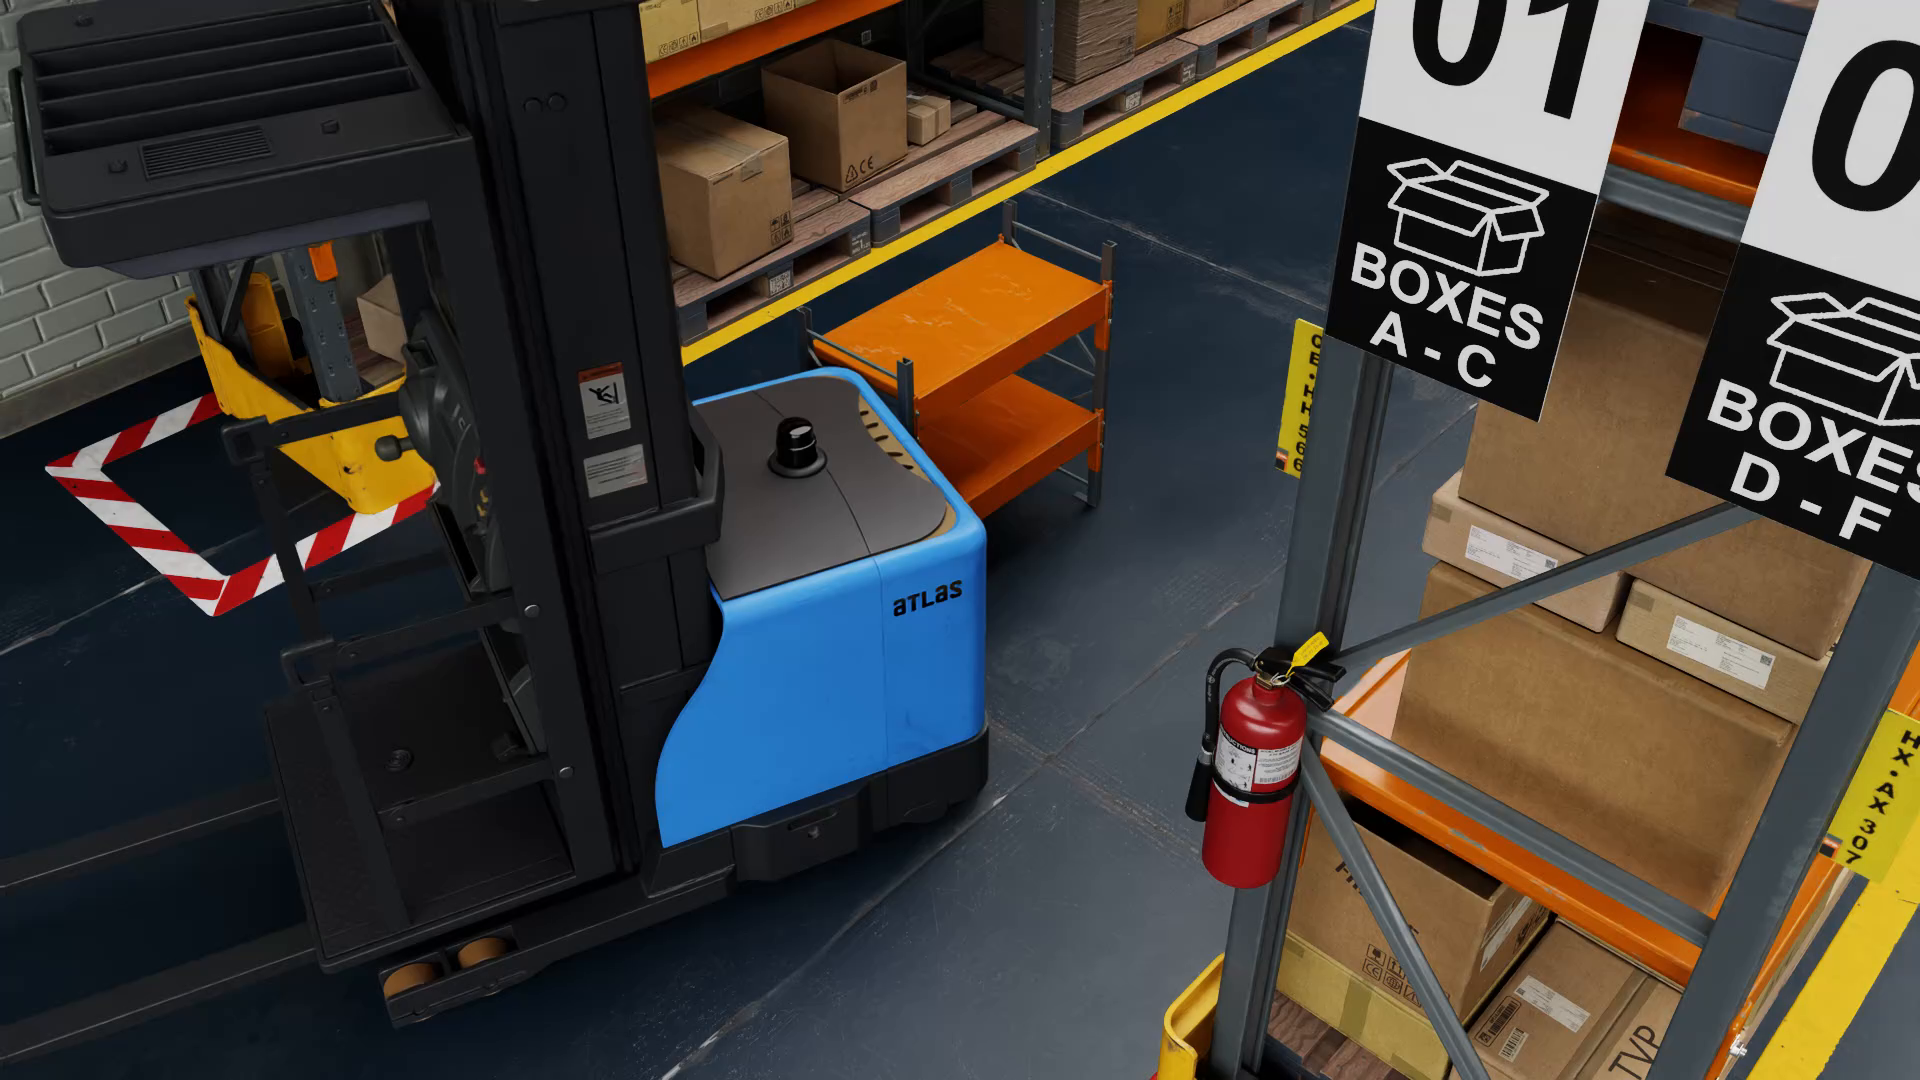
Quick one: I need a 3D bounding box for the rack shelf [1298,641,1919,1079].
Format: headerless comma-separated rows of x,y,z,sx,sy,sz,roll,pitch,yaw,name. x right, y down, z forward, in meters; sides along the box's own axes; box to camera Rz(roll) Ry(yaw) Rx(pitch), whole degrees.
2.376,-0.103,4.547,1.077,0.370,4.000,30,47,32,rack shelf

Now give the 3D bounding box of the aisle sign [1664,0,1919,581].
1.208,-0.324,2.159,0.394,0.787,0.004,30,47,32,aisle sign

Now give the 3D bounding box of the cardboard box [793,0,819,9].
-0.700,-2.523,7.117,0.500,0.250,0.500,29,47,32,cardboard box

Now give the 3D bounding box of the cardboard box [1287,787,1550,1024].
1.169,0.782,4.126,0.500,0.500,0.500,30,47,32,cardboard box

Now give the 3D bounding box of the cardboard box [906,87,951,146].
-0.273,-2.186,8.512,0.380,0.166,0.250,23,44,27,cardboard box

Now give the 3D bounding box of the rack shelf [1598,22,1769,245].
2.376,-1.277,3.613,1.077,0.370,4.000,30,47,32,rack shelf

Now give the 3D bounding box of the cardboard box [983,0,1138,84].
0.550,-2.920,9.167,0.700,0.500,0.500,31,48,33,cardboard box

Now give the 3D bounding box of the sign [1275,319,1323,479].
0.635,-0.245,3.028,0.100,0.325,0.005,30,47,32,sign

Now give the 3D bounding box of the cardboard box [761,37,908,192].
-0.605,-2.081,8.112,0.500,0.500,0.500,26,45,29,cardboard box

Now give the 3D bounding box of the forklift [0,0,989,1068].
-1.464,-0.197,4.143,3.031,2.935,1.130,-17,42,-20,forklift

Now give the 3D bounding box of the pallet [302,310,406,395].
-2.007,-0.845,7.144,1.003,0.211,1.213,30,47,32,pallet

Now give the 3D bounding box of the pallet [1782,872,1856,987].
2.335,0.699,5.201,1.003,0.211,1.213,30,47,32,pallet

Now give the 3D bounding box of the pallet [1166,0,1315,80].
1.413,-3.211,10.119,1.003,0.211,1.213,30,47,32,pallet

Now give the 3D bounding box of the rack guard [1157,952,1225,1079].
1.010,1.524,3.932,1.175,0.500,0.348,30,47,32,rack guard

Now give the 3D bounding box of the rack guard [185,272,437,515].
-2.581,-0.600,6.603,1.175,0.500,0.348,30,47,32,rack guard

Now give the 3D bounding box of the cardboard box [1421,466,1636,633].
1.144,-0.014,3.256,0.380,0.149,0.250,29,47,31,cardboard box

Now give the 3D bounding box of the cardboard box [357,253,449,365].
-2.099,-0.943,6.833,0.500,0.311,0.500,24,44,27,cardboard box

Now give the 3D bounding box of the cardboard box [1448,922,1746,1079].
1.552,1.294,4.085,0.500,0.250,0.500,30,47,32,cardboard box

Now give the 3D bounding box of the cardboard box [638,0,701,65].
-1.381,-2.060,6.535,0.500,0.250,0.500,29,47,31,cardboard box

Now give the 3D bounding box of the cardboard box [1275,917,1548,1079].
1.170,1.076,4.358,0.500,0.250,0.500,30,47,32,cardboard box

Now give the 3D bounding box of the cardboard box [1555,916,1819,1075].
1.887,1.062,4.376,0.500,0.250,0.500,30,47,32,cardboard box

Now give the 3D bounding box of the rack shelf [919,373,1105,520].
0.005,-0.252,6.056,0.538,0.278,1.000,30,47,32,rack shelf

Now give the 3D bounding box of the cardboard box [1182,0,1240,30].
1.236,-3.396,9.766,0.700,0.500,0.500,30,47,32,cardboard box

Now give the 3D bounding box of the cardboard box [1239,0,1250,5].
1.570,-3.632,10.063,0.700,0.500,0.500,29,47,32,cardboard box

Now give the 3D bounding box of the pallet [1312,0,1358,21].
2.236,-3.769,10.820,1.003,0.211,1.213,30,47,32,pallet

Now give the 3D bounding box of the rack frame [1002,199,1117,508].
0.348,-0.677,6.198,0.500,1.125,0.032,30,47,32,rack frame

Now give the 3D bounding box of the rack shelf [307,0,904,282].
-1.283,-2.181,7.161,1.077,0.370,4.000,30,47,32,rack shelf

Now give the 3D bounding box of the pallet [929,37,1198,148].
0.590,-2.648,9.411,1.003,0.211,1.213,30,47,32,pallet

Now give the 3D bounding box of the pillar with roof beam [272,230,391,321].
0.379,-2.769,2.502,9.100,9.000,0.400,30,47,32,pillar with roof beam

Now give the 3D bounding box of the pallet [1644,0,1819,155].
1.523,-0.919,2.656,1.003,0.211,1.213,30,47,32,pallet

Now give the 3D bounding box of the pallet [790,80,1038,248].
-0.361,-1.966,8.553,1.003,0.211,1.213,30,47,32,pallet

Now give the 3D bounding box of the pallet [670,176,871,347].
-1.184,-1.403,7.845,1.003,0.211,1.213,30,47,32,pallet

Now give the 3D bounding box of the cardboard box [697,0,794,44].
-1.038,-2.291,6.825,0.500,0.250,0.500,30,47,32,cardboard box

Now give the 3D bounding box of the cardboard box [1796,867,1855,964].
2.225,0.833,4.664,0.500,0.250,0.500,30,47,32,cardboard box

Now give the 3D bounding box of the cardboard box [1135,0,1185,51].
0.862,-3.179,9.492,0.700,0.500,0.500,29,47,31,cardboard box

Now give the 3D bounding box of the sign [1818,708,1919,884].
1.432,0.401,2.577,0.100,0.325,0.005,30,47,32,sign

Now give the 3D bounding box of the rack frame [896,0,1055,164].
0.066,-3.381,8.092,1.000,3.000,0.127,30,47,32,rack frame

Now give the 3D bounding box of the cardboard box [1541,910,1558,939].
1.499,0.841,4.654,0.500,0.250,0.500,30,47,32,cardboard box

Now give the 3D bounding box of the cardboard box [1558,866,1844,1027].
1.888,0.770,4.141,0.500,0.500,0.500,30,47,32,cardboard box

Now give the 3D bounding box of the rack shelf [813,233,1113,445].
0.005,-0.672,5.722,0.538,0.278,1.000,30,47,32,rack shelf

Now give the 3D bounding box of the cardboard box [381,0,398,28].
-2.089,-1.879,5.705,0.500,0.500,0.500,30,47,32,cardboard box

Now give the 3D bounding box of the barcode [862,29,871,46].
-0.476,-2.553,8.448,0.001,0.075,0.075,30,47,32,barcode

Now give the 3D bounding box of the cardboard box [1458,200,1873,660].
1.387,-0.246,3.026,0.700,0.500,0.500,30,47,32,cardboard box

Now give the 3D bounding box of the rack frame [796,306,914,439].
-0.338,-0.210,5.610,0.500,1.125,0.032,30,47,32,rack frame

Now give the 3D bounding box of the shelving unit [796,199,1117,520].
0.005,-0.443,5.904,0.538,1.125,1.048,30,47,32,shelving unit

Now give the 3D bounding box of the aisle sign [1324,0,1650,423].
0.765,-0.576,2.476,0.394,0.787,0.004,30,47,32,aisle sign

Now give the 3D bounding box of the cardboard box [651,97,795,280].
-1.183,-1.595,7.501,0.700,0.500,0.500,27,46,29,cardboard box

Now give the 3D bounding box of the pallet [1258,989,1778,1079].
1.511,1.257,4.499,1.003,0.211,1.213,30,47,32,pallet

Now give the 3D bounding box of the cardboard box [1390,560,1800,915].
1.351,0.286,3.399,0.700,0.500,0.500,30,47,32,cardboard box

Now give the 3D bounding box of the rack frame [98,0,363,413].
-2.633,-1.544,5.781,1.000,3.000,0.127,30,47,32,rack frame

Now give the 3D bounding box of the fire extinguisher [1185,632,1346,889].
0.604,0.424,3.369,0.296,0.674,0.183,30,47,32,fire extinguisher

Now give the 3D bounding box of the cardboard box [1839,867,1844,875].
2.216,0.534,4.437,0.500,0.500,0.500,30,47,32,cardboard box

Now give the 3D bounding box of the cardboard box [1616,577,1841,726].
1.450,0.152,3.048,0.380,0.149,0.250,29,47,32,cardboard box

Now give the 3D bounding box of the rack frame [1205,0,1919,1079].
1.024,0.533,3.169,0.949,2.616,0.053,30,47,32,rack frame
